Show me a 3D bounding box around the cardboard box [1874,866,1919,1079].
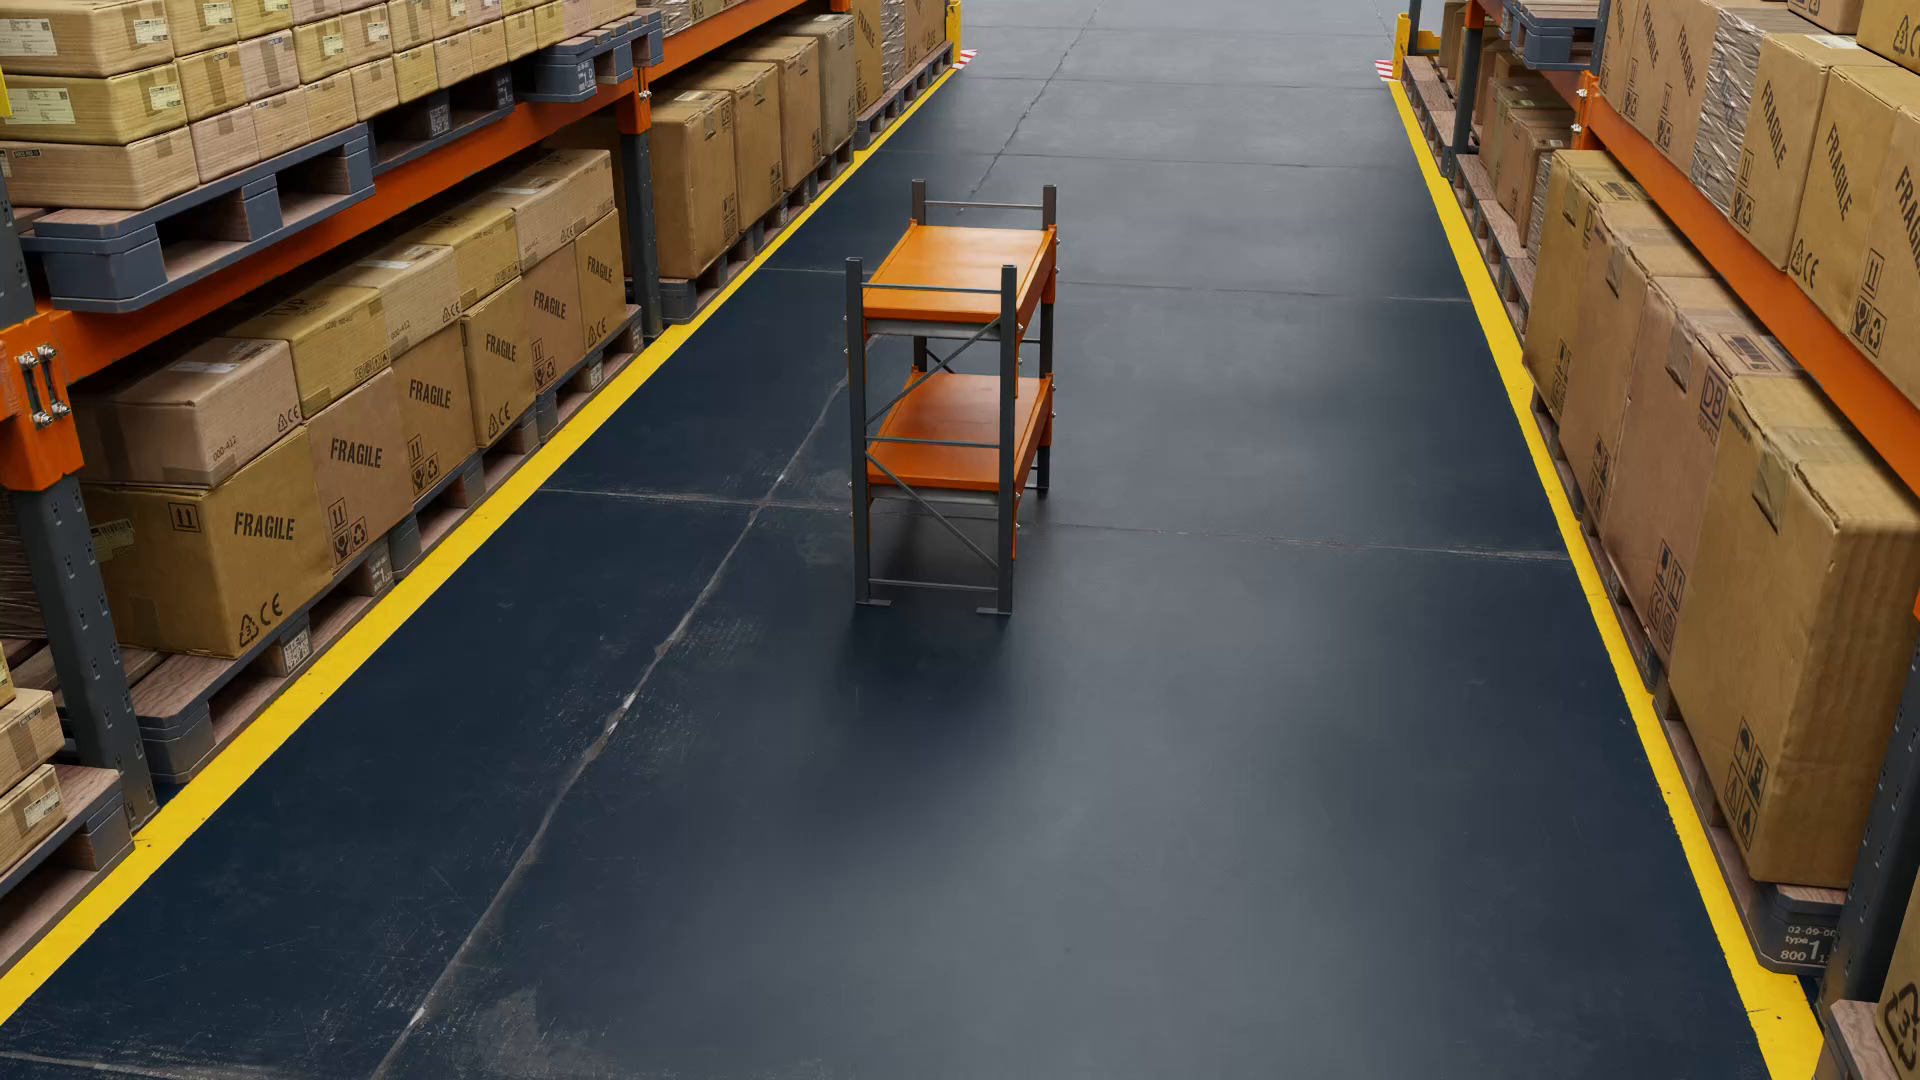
[{"bbox_3d":[2.137,0.757,2.605,0.875,0.875,0.875,4,25,9],"label":"cardboard box"}]

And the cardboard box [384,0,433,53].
[{"bbox_3d":[-1.826,-1.565,5.004,0.380,0.149,0.250,4,25,8],"label":"cardboard box"}]

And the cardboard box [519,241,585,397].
[{"bbox_3d":[-1.838,-0.892,6.571,0.500,0.500,0.500,5,26,11],"label":"cardboard box"}]

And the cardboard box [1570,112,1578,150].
[{"bbox_3d":[3.134,-1.870,7.752,0.500,0.250,0.500,7,26,14],"label":"cardboard box"}]

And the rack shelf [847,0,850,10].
[{"bbox_3d":[-0.919,-4.528,12.734,1.077,0.370,4.000,4,25,9],"label":"rack shelf"}]

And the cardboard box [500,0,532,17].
[{"bbox_3d":[-1.698,-1.887,5.693,0.380,0.149,0.250,4,25,8],"label":"cardboard box"}]

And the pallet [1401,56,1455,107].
[{"bbox_3d":[4.105,-3.672,13.346,1.003,0.211,1.213,4,25,9],"label":"pallet"}]

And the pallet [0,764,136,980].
[{"bbox_3d":[-2.628,0.875,3.632,1.003,0.211,1.213,4,25,9],"label":"pallet"}]

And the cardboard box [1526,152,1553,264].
[{"bbox_3d":[3.145,-1.540,7.932,0.700,0.500,0.500,2,25,4],"label":"cardboard box"}]

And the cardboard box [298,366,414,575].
[{"bbox_3d":[-2.086,-0.242,5.181,0.500,0.500,0.500,5,26,11],"label":"cardboard box"}]

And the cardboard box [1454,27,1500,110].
[{"bbox_3d":[3.846,-3.359,11.841,0.500,0.500,0.500,2,25,4],"label":"cardboard box"}]

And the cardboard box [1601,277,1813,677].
[{"bbox_3d":[2.554,-0.156,4.556,1.225,0.875,0.875,3,25,7],"label":"cardboard box"}]

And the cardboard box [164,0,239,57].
[{"bbox_3d":[-1.996,-1.267,4.018,0.380,0.149,0.250,5,25,10],"label":"cardboard box"}]

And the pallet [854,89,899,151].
[{"bbox_3d":[-1.044,-3.067,12.053,1.003,0.211,1.213,4,25,9],"label":"pallet"}]

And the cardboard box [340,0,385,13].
[{"bbox_3d":[-1.867,-1.586,4.698,0.380,0.149,0.250,4,25,8],"label":"cardboard box"}]

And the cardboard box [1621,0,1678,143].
[{"bbox_3d":[2.547,-1.603,5.519,0.500,0.500,0.500,3,25,7],"label":"cardboard box"}]

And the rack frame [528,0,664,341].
[{"bbox_3d":[-1.900,-2.344,7.220,1.000,3.000,0.127,4,25,9],"label":"rack frame"}]

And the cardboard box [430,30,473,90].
[{"bbox_3d":[-1.783,-1.532,5.286,0.380,0.149,0.250,3,25,6],"label":"cardboard box"}]

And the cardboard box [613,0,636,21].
[{"bbox_3d":[-1.527,-2.183,6.676,0.380,0.149,0.250,4,25,9],"label":"cardboard box"}]

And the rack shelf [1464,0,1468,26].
[{"bbox_3d":[3.958,-4.142,11.909,1.077,0.370,4.000,4,25,9],"label":"rack shelf"}]

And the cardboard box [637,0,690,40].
[{"bbox_3d":[-1.560,-2.559,7.560,0.500,0.500,0.500,4,25,9],"label":"cardboard box"}]

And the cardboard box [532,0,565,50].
[{"bbox_3d":[-1.655,-1.867,6.002,0.380,0.149,0.250,4,25,8],"label":"cardboard box"}]

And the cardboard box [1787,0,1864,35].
[{"bbox_3d":[2.629,-1.600,4.329,0.797,0.503,0.637,5,26,10],"label":"cardboard box"}]

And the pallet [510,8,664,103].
[{"bbox_3d":[-1.911,-1.952,6.608,1.213,0.211,1.003,4,25,9],"label":"pallet"}]

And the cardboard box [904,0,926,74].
[{"bbox_3d":[-0.780,-4.262,13.328,0.875,0.875,0.875,4,25,8],"label":"cardboard box"}]

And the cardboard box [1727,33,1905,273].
[{"bbox_3d":[2.297,-0.971,4.168,0.500,0.500,0.500,4,25,8],"label":"cardboard box"}]

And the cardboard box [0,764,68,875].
[{"bbox_3d":[-2.281,0.617,3.761,0.380,0.149,0.250,4,25,9],"label":"cardboard box"}]

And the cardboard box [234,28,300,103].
[{"bbox_3d":[-1.953,-1.232,4.294,0.380,0.149,0.250,5,25,10],"label":"cardboard box"}]

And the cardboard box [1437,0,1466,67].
[{"bbox_3d":[4.166,-4.102,13.429,0.500,0.500,0.500,9,27,18],"label":"cardboard box"}]

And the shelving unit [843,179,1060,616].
[{"bbox_3d":[-0.001,-0.507,5.506,0.538,1.125,1.048,4,25,9],"label":"shelving unit"}]

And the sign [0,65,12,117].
[{"bbox_3d":[-2.017,-1.029,3.389,0.100,0.325,0.005,4,25,9],"label":"sign"}]

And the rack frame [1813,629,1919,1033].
[{"bbox_3d":[2.323,-0.286,2.822,1.000,3.000,0.127,4,25,9],"label":"rack frame"}]

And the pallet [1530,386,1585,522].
[{"bbox_3d":[2.774,-0.371,6.294,1.003,0.211,1.213,4,25,9],"label":"pallet"}]

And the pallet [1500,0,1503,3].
[{"bbox_3d":[3.260,-2.702,8.211,1.003,0.211,1.213,4,25,9],"label":"pallet"}]

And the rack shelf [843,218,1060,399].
[{"bbox_3d":[-0.001,-0.772,5.381,0.538,0.278,1.000,4,25,9],"label":"rack shelf"}]

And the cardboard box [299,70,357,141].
[{"bbox_3d":[-1.909,-1.206,4.590,0.380,0.149,0.250,4,25,9],"label":"cardboard box"}]

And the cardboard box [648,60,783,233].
[{"bbox_3d":[-1.572,-2.130,8.921,1.050,0.750,0.750,4,25,9],"label":"cardboard box"}]

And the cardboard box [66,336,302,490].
[{"bbox_3d":[-2.172,-0.360,4.549,0.500,0.250,0.500,3,25,6],"label":"cardboard box"}]

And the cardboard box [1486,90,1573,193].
[{"bbox_3d":[3.413,-2.245,9.438,0.700,0.500,0.500,4,25,8],"label":"cardboard box"}]

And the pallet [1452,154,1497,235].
[{"bbox_3d":[3.505,-2.043,9.865,1.003,0.211,1.213,4,25,9],"label":"pallet"}]

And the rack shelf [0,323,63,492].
[{"bbox_3d":[-2.880,0.491,2.012,1.077,0.370,4.000,4,25,9],"label":"rack shelf"}]

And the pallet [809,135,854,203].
[{"bbox_3d":[-1.298,-2.426,10.685,1.003,0.211,1.213,4,25,9],"label":"pallet"}]

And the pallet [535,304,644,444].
[{"bbox_3d":[-2.029,-0.755,7.113,1.003,0.211,1.213,4,25,9],"label":"pallet"}]

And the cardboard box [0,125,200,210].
[{"bbox_3d":[-2.035,-0.881,3.894,0.380,0.149,0.250,3,25,6],"label":"cardboard box"}]

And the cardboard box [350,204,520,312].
[{"bbox_3d":[-1.923,-1.014,5.948,0.500,0.250,0.500,5,25,10],"label":"cardboard box"}]
